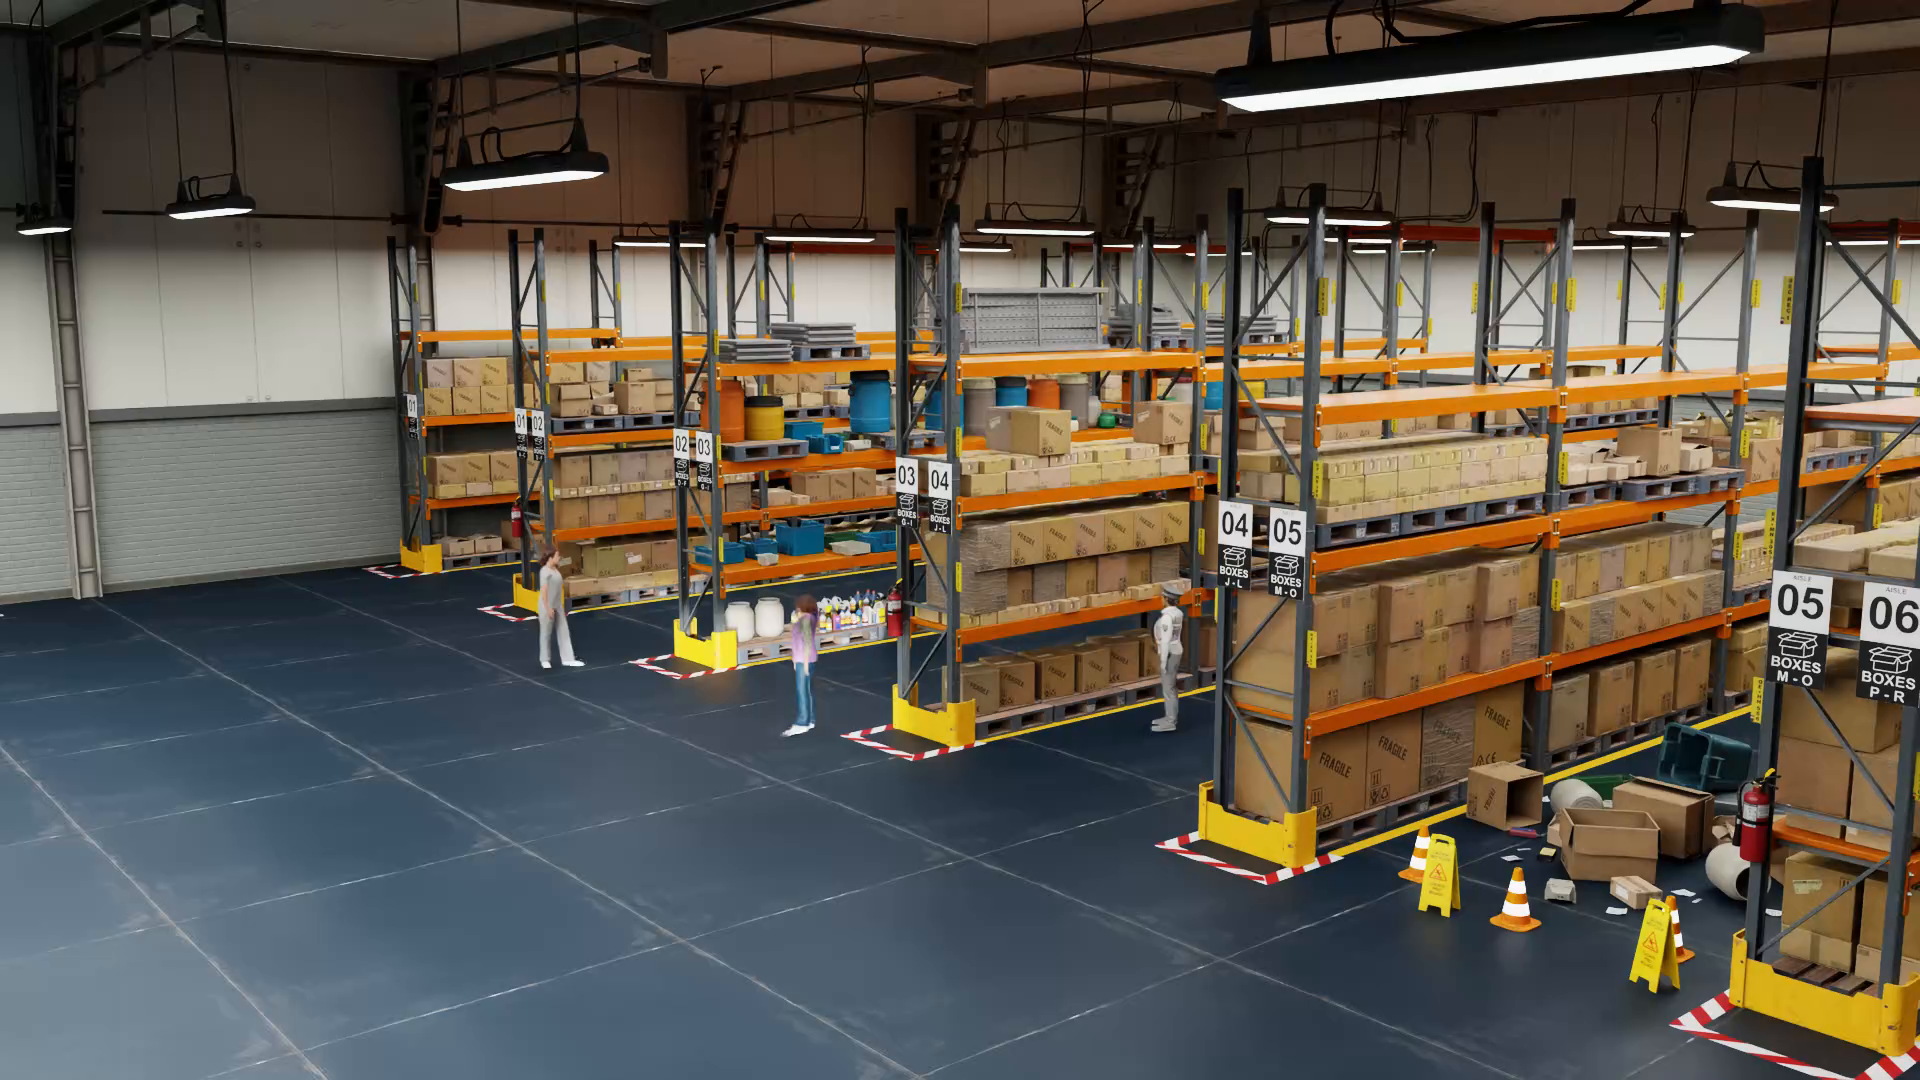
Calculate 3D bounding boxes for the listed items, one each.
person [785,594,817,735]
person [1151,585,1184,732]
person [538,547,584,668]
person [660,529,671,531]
[{"bbox_3d":[-1.850,1.429,19.289,0.378,1.609,0.514,-1,9,-4],"label":"person"},{"bbox_3d":[2.407,1.368,19.360,0.367,1.686,0.507,2,9,10],"label":"person"},{"bbox_3d":[-5.512,0.913,22.458,0.489,1.659,0.508,4,10,26],"label":"person"},{"bbox_3d":[-5.139,-0.286,29.923,0.377,1.740,0.582,6,10,32],"label":"person"}]
